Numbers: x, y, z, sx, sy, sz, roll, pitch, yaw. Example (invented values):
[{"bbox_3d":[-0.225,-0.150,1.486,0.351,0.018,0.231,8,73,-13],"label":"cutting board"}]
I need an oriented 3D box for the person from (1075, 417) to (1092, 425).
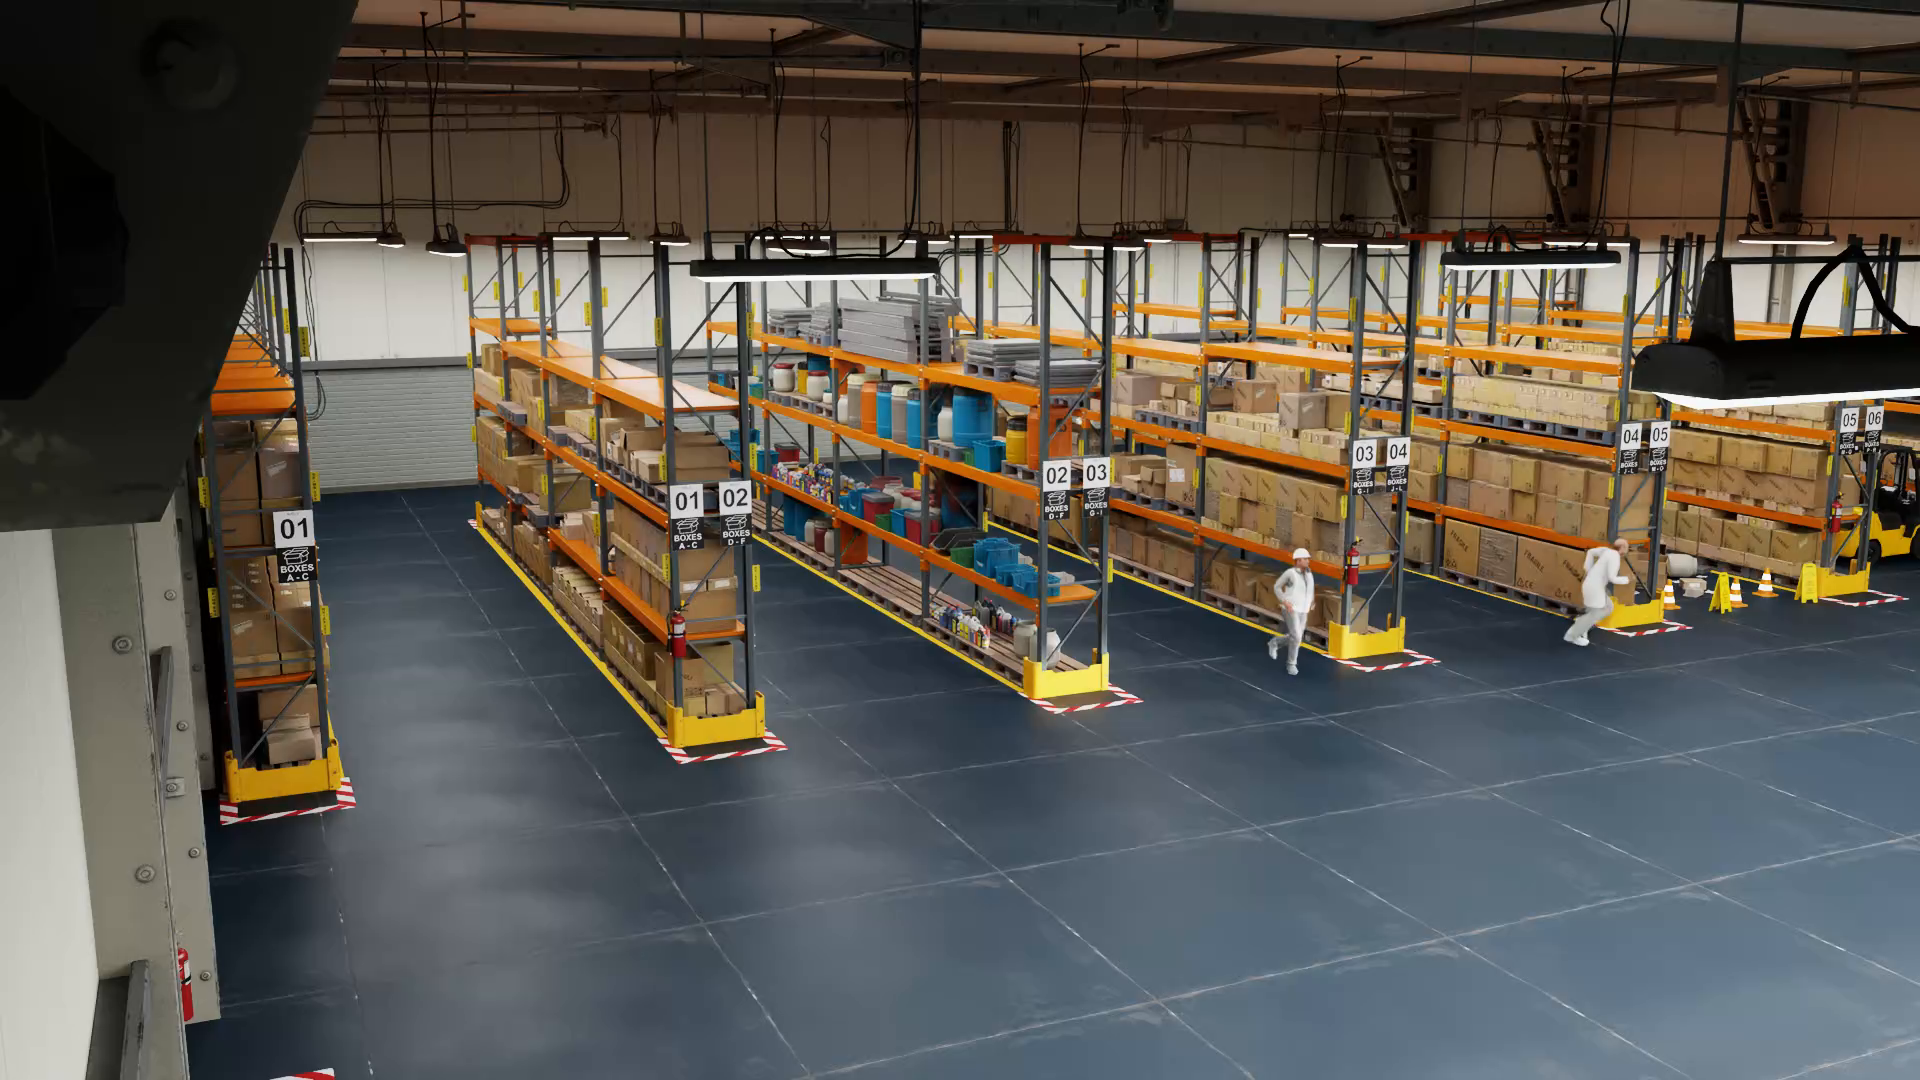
[{"bbox_3d":[3.064,-2.448,41.454,0.583,1.749,0.781,5,12,23],"label":"person"}]

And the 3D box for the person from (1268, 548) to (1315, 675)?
[{"bbox_3d":[4.753,0.967,23.651,0.713,1.733,0.758,-7,13,-32],"label":"person"}]

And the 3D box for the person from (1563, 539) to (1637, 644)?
[{"bbox_3d":[9.614,0.756,24.970,0.969,1.612,0.742,2,11,9],"label":"person"}]
